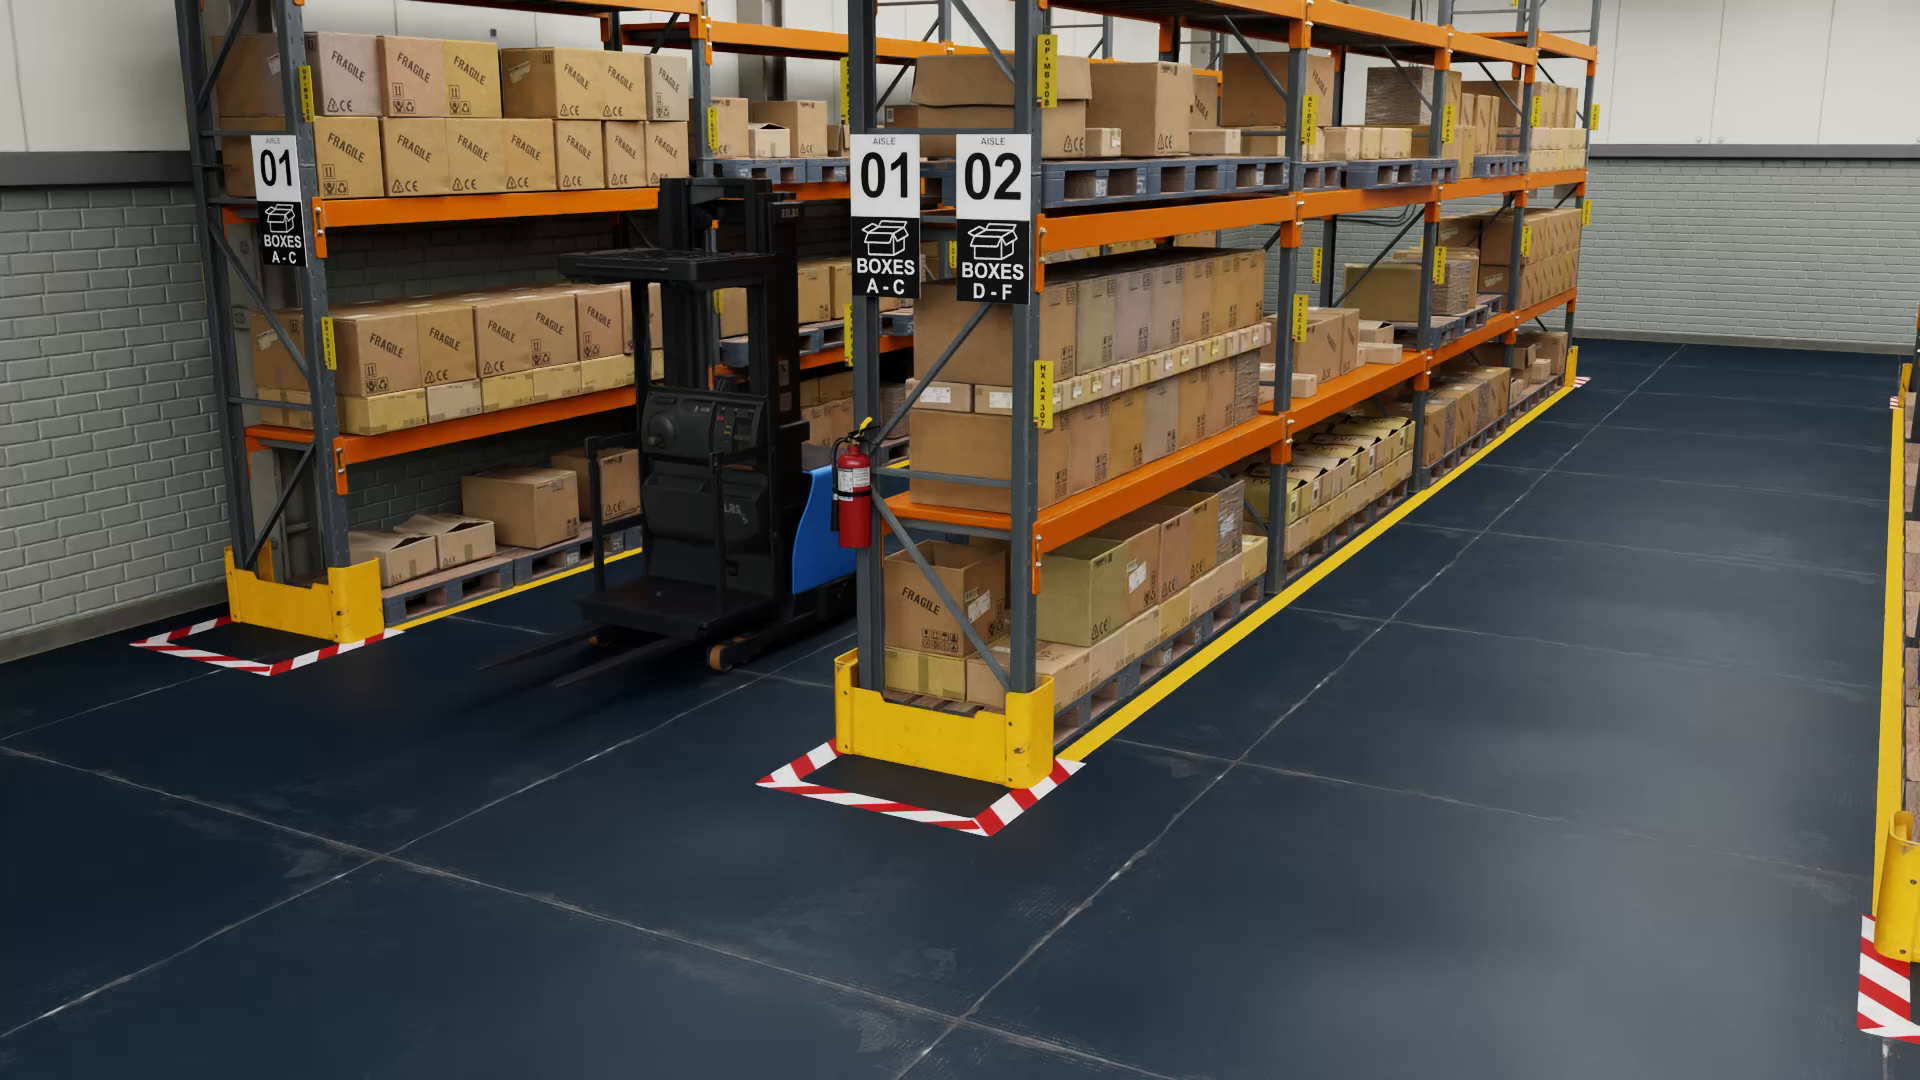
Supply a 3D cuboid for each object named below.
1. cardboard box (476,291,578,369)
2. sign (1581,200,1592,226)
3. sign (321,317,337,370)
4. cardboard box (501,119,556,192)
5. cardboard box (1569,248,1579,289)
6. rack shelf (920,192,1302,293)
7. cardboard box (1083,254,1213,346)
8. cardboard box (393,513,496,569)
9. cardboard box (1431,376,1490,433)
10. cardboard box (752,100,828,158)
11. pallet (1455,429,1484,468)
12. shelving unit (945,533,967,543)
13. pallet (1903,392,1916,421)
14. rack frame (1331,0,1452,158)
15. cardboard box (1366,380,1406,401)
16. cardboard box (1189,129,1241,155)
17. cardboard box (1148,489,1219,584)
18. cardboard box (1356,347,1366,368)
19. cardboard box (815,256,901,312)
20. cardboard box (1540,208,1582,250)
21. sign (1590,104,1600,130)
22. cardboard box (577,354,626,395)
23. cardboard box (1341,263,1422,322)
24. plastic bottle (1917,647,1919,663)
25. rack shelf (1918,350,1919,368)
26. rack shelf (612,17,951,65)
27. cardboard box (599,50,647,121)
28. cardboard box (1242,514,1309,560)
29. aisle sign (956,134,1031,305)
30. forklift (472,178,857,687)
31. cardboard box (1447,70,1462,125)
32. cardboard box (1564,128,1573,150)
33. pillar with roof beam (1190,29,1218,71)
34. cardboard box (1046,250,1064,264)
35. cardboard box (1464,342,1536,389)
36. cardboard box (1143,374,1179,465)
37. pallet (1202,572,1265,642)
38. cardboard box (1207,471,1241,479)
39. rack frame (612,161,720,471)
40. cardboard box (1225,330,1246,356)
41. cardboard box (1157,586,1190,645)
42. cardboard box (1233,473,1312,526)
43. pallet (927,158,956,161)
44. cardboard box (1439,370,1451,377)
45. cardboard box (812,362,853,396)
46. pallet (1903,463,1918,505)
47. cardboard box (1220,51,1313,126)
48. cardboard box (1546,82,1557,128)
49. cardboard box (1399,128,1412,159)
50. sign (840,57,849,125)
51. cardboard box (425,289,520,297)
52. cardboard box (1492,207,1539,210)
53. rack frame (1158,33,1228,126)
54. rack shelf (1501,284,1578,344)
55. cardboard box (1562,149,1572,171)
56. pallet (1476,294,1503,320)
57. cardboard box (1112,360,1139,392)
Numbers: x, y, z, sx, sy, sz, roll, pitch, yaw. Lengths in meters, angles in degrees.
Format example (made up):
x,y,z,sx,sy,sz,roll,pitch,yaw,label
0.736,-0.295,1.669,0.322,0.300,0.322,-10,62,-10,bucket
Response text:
x,y,z,sx,sy,sz,roll,pitch,yaw,label
-3.182,-1.547,12.229,0.500,0.500,0.500,8,16,30,cardboard box
8.131,-4.241,21.579,0.100,0.325,0.005,7,15,28,sign
-3.943,-1.229,10.382,0.100,0.325,0.005,7,15,28,sign
-3.259,-2.751,11.890,0.500,0.500,0.500,8,16,31,cardboard box
7.677,-3.517,21.509,0.500,0.500,0.500,8,16,30,cardboard box
0.887,-1.827,9.849,1.077,0.370,4.000,7,15,28,rack shelf
1.159,-1.510,10.417,0.700,0.500,0.500,7,15,28,cardboard box
-3.729,-0.025,12.034,0.500,0.311,0.500,9,16,33,cardboard box
5.244,-1.432,17.469,0.500,0.500,0.500,8,16,29,cardboard box
-1.554,-3.757,15.207,0.500,0.500,0.500,7,15,26,cardboard box
4.772,-0.993,17.200,1.003,0.211,1.213,7,15,28,pallet
0.026,-0.521,13.456,0.215,1.050,0.252,7,15,28,shelving unit
11.556,-1.509,19.342,1.003,0.211,1.213,7,15,28,pallet
3.787,-4.866,14.519,1.000,3.000,0.127,7,15,28,rack frame
4.058,-1.544,16.331,0.500,0.250,0.500,8,16,30,cardboard box
1.510,-2.459,10.275,0.380,0.149,0.250,7,15,28,cardboard box
1.331,-0.037,10.658,0.500,0.500,0.500,7,15,28,cardboard box
3.220,-1.560,14.140,0.380,0.149,0.250,9,16,32,cardboard box
-1.016,-2.558,16.590,0.700,0.500,0.500,6,15,23,cardboard box
7.680,-4.004,21.393,0.500,0.500,0.500,7,15,28,cardboard box
8.131,-5.413,21.297,0.100,0.325,0.005,7,15,28,sign
-2.926,-1.289,12.757,0.500,0.250,0.500,7,15,28,cardboard box
3.993,-2.345,15.750,0.700,0.500,0.500,2,14,9,cardboard box
5.601,0.616,9.612,0.097,0.201,0.097,0,14,0,plastic bottle
9.089,-1.449,14.677,1.077,0.370,4.000,7,15,28,rack shelf
-1.518,-4.472,15.273,1.077,0.370,4.000,7,15,28,rack shelf
-2.746,-3.445,12.632,0.500,0.500,0.500,8,16,31,cardboard box
2.266,-0.051,12.318,0.500,0.250,0.500,7,15,27,cardboard box
0.156,-1.524,7.909,0.394,0.787,0.004,7,15,28,aisle sign
-1.742,-0.741,10.355,1.130,2.935,3.031,8,16,30,forklift
4.497,-4.241,15.978,0.500,0.500,0.500,7,15,28,cardboard box
7.143,-4.881,20.231,0.500,0.250,0.500,7,15,28,cardboard box
7.633,-7.232,24.333,9.100,9.000,0.400,7,15,28,pillar with roof beam
0.892,-3.203,19.528,0.500,0.500,0.500,7,15,28,cardboard box
6.625,-2.157,20.468,0.797,0.503,0.637,7,15,28,cardboard box
0.903,-0.770,10.112,0.700,0.500,0.500,8,16,30,cardboard box
1.433,0.385,11.487,1.003,0.211,1.213,7,15,28,pallet
1.799,-0.385,12.504,0.500,0.311,0.500,7,15,28,cardboard box
-2.484,-1.690,14.143,1.000,3.000,0.127,7,15,28,rack frame
1.664,-1.309,10.964,0.380,0.149,0.250,7,15,26,cardboard box
1.101,0.431,10.314,0.500,0.250,0.500,7,15,28,cardboard box
2.272,-0.326,12.260,0.500,0.311,0.500,7,15,28,cardboard box
-0.286,-4.015,17.790,1.213,0.211,1.003,8,16,31,pallet
5.026,-1.587,18.111,0.500,0.500,0.500,8,16,29,cardboard box
-1.184,-1.610,16.607,0.500,0.250,0.500,8,16,29,cardboard box
9.057,-0.448,14.942,1.003,0.211,1.213,7,15,28,pallet
2.186,-3.205,11.853,0.500,0.500,0.500,8,15,29,cardboard box
6.525,-5.057,19.364,0.700,0.500,0.500,7,15,28,cardboard box
3.617,-3.440,14.426,0.500,0.250,0.500,6,15,24,cardboard box
-0.548,-2.223,8.235,0.100,0.325,0.005,7,15,28,sign
-3.635,-1.603,12.461,0.500,0.500,0.500,8,16,29,cardboard box
7.209,-4.065,21.647,0.500,0.500,0.500,8,16,30,cardboard box
3.317,-7.068,23.652,1.000,3.000,0.127,7,15,28,rack frame
6.688,-2.831,20.412,1.077,0.370,4.000,7,15,28,rack shelf
7.156,-4.636,20.283,0.500,0.250,0.500,7,15,28,cardboard box
5.239,-2.526,18.020,1.003,0.211,1.213,7,15,28,pallet
0.796,-0.941,9.438,0.380,0.149,0.250,7,15,26,cardboard box
